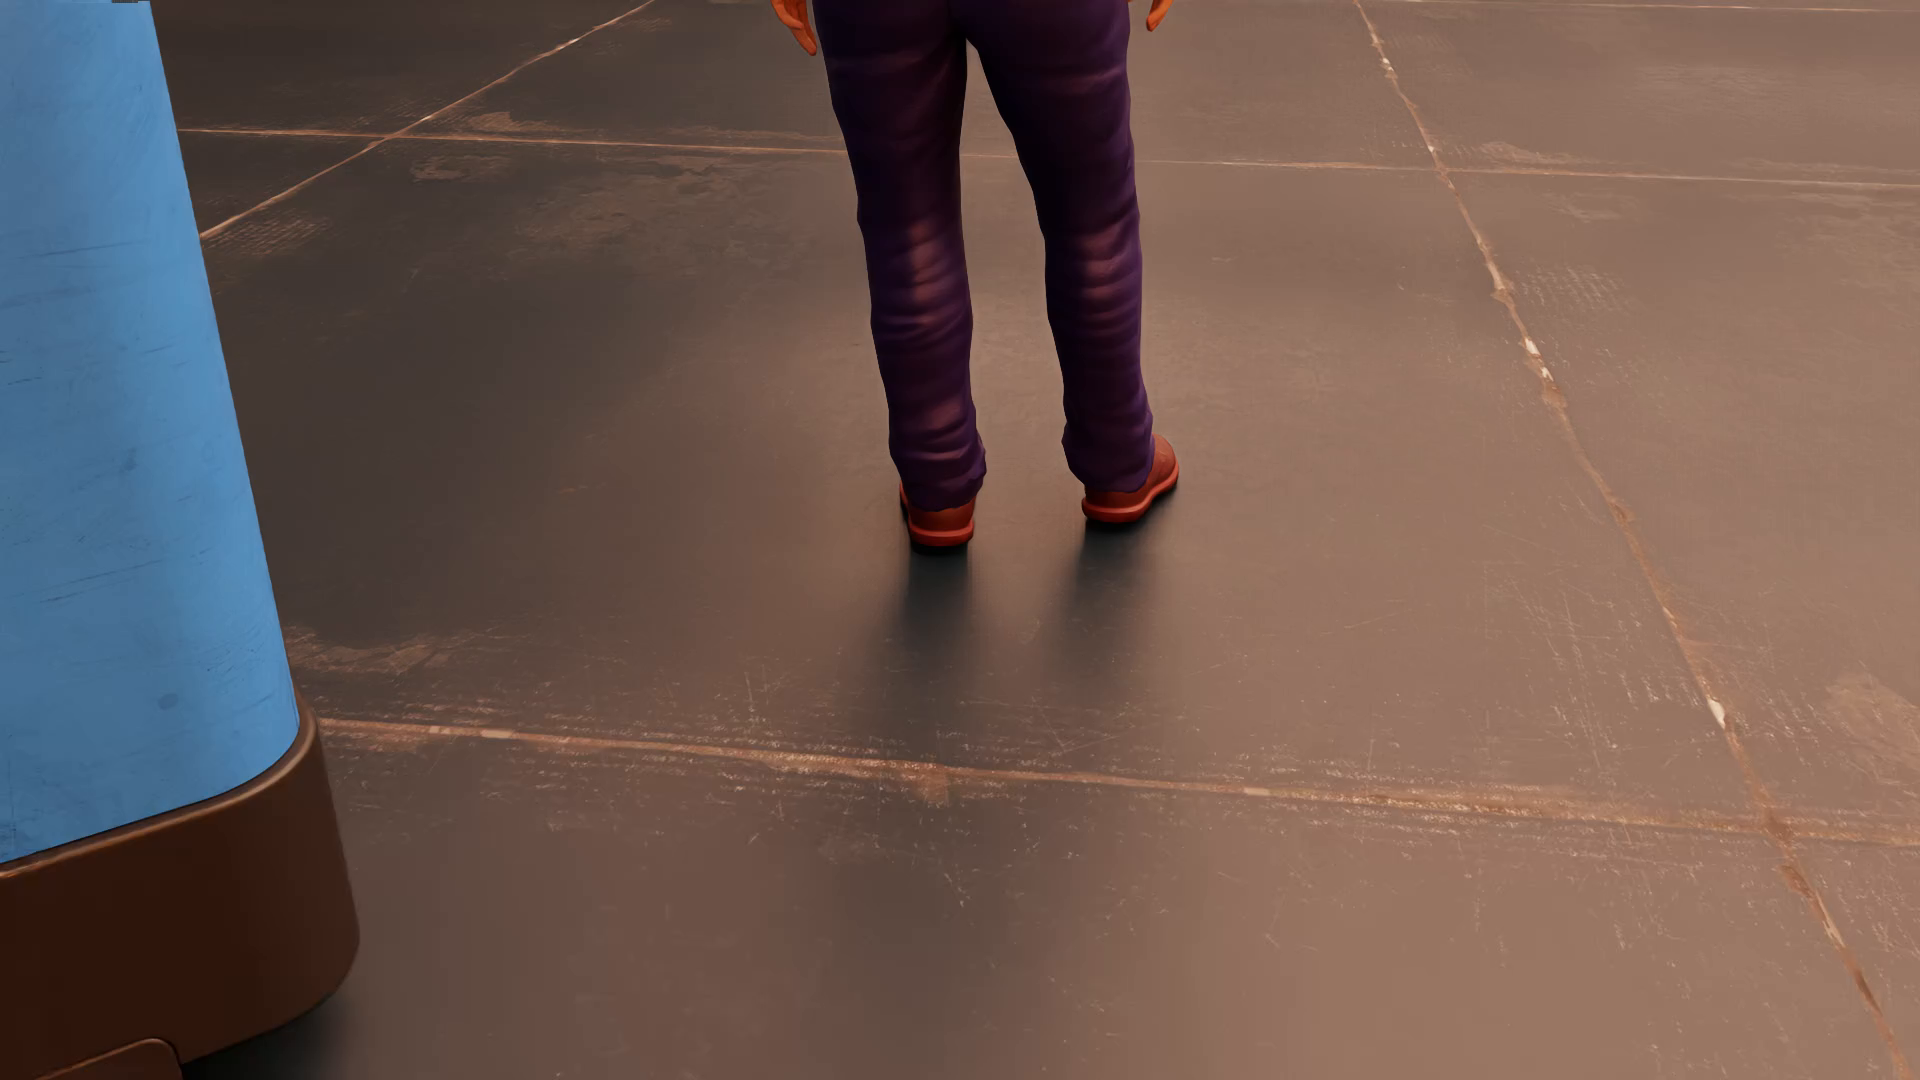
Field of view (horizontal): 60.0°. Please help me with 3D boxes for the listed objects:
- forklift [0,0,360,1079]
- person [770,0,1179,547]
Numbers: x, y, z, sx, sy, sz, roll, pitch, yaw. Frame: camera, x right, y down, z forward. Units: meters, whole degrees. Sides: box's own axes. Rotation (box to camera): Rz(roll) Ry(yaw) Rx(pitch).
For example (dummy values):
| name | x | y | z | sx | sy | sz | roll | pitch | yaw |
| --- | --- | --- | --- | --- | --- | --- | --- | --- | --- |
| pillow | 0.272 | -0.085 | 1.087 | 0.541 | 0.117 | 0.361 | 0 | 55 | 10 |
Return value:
| name | x | y | z | sx | sy | sz | roll | pitch | yaw |
| --- | --- | --- | --- | --- | --- | --- | --- | --- | --- |
| forklift | -2.068 | -0.650 | 0.520 | 3.031 | 2.935 | 1.130 | -17 | 31 | -30 |
| person | 0.035 | -0.783 | 2.206 | 0.598 | 1.651 | 0.501 | 3 | 27 | 7 |
